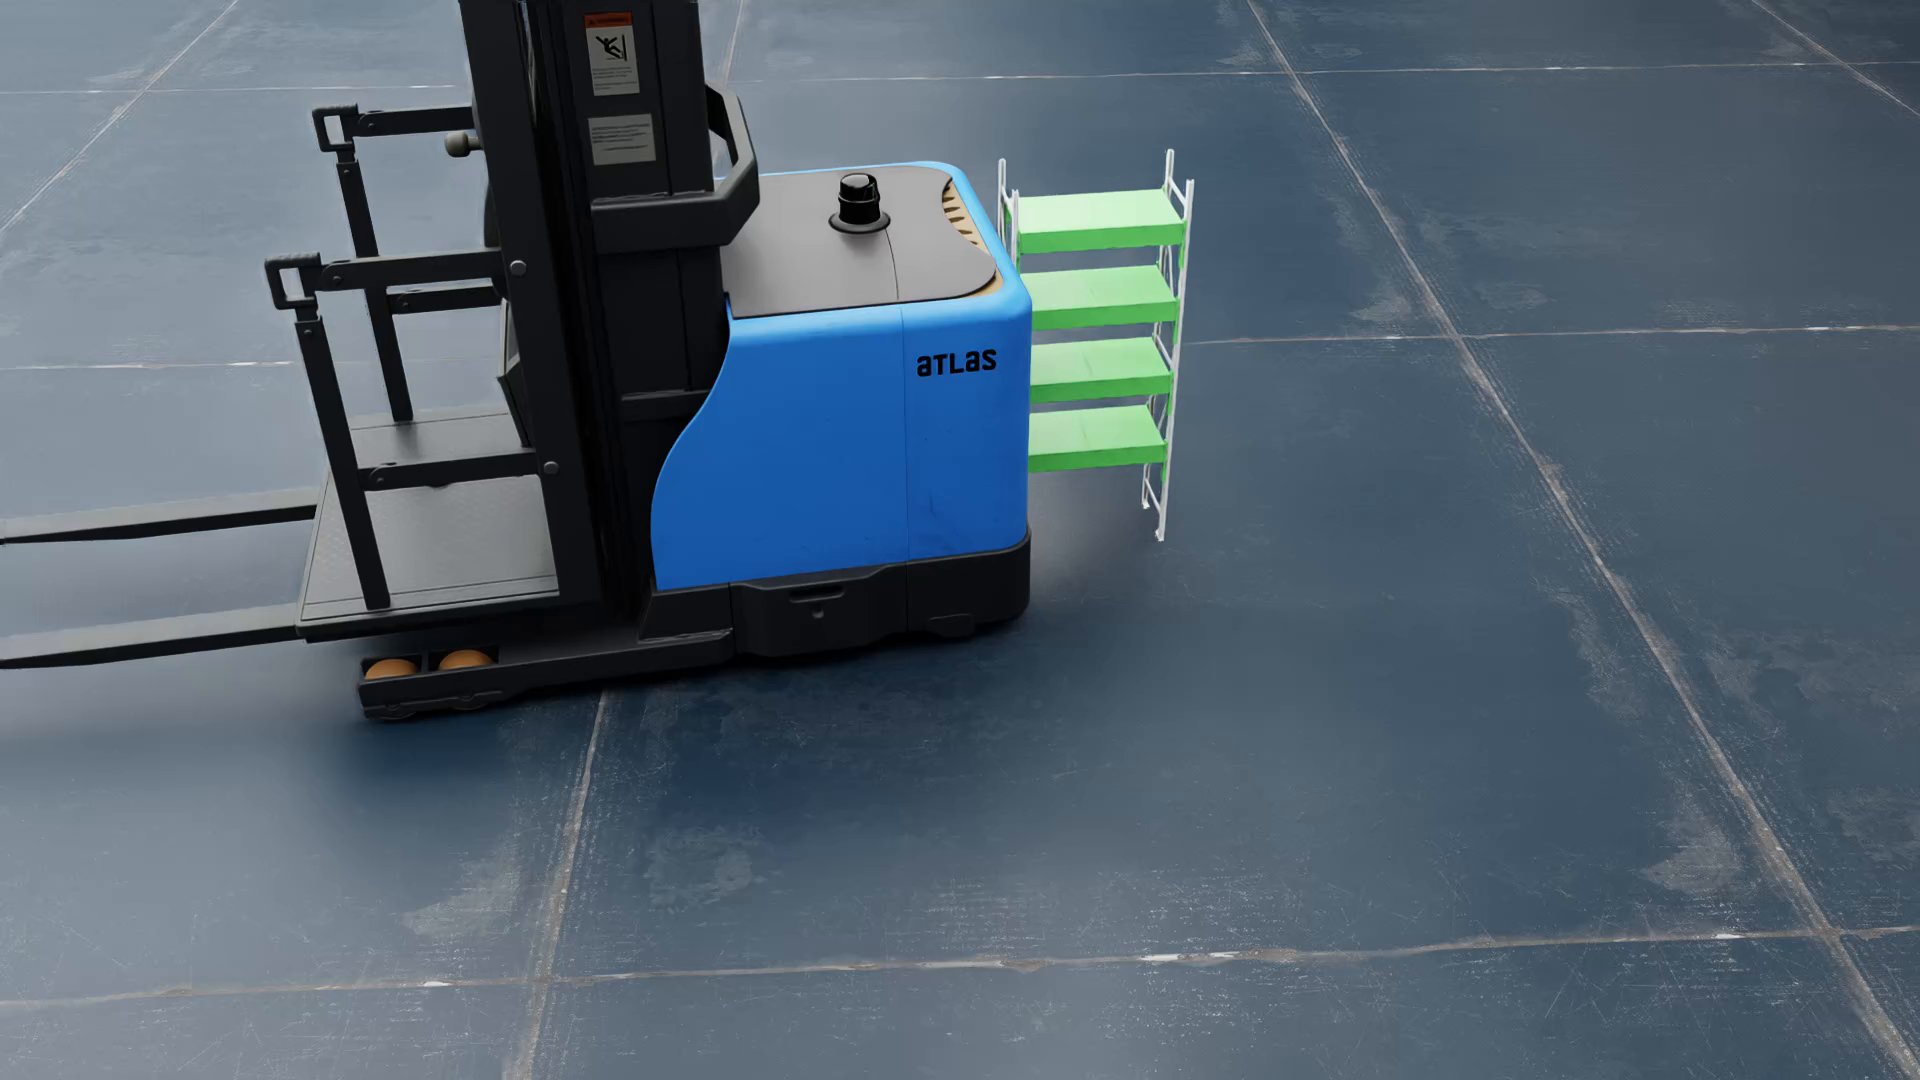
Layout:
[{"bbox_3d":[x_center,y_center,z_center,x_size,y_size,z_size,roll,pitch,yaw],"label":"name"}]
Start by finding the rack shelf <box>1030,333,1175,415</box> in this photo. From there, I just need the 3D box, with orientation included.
[{"bbox_3d":[0.376,-0.483,5.006,0.480,0.148,0.258,-5,35,-7],"label":"rack shelf"}]

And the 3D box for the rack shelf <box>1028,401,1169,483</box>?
[{"bbox_3d":[0.376,-0.286,5.143,0.480,0.148,0.258,-5,35,-7],"label":"rack shelf"}]

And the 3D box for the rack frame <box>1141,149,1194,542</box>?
[{"bbox_3d":[0.618,-0.556,5.000,0.015,1.200,0.240,-5,35,-7],"label":"rack frame"}]

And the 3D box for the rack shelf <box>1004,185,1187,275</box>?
[{"bbox_3d":[0.376,-0.878,4.733,0.480,0.148,0.258,-5,35,-7],"label":"rack shelf"}]

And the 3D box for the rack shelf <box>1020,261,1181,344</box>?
[{"bbox_3d":[0.376,-0.681,4.870,0.480,0.148,0.258,-5,35,-7],"label":"rack shelf"}]

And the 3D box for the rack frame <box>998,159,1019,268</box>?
[{"bbox_3d":[0.135,-0.515,4.940,0.015,1.200,0.240,-5,35,-7],"label":"rack frame"}]

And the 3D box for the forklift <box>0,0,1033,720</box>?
[{"bbox_3d":[-1.368,-1.043,4.182,3.031,2.935,1.130,-7,35,-10],"label":"forklift"}]

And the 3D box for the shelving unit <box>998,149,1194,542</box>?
[{"bbox_3d":[0.376,-0.536,4.970,0.503,1.200,0.258,-5,35,-7],"label":"shelving unit"}]
